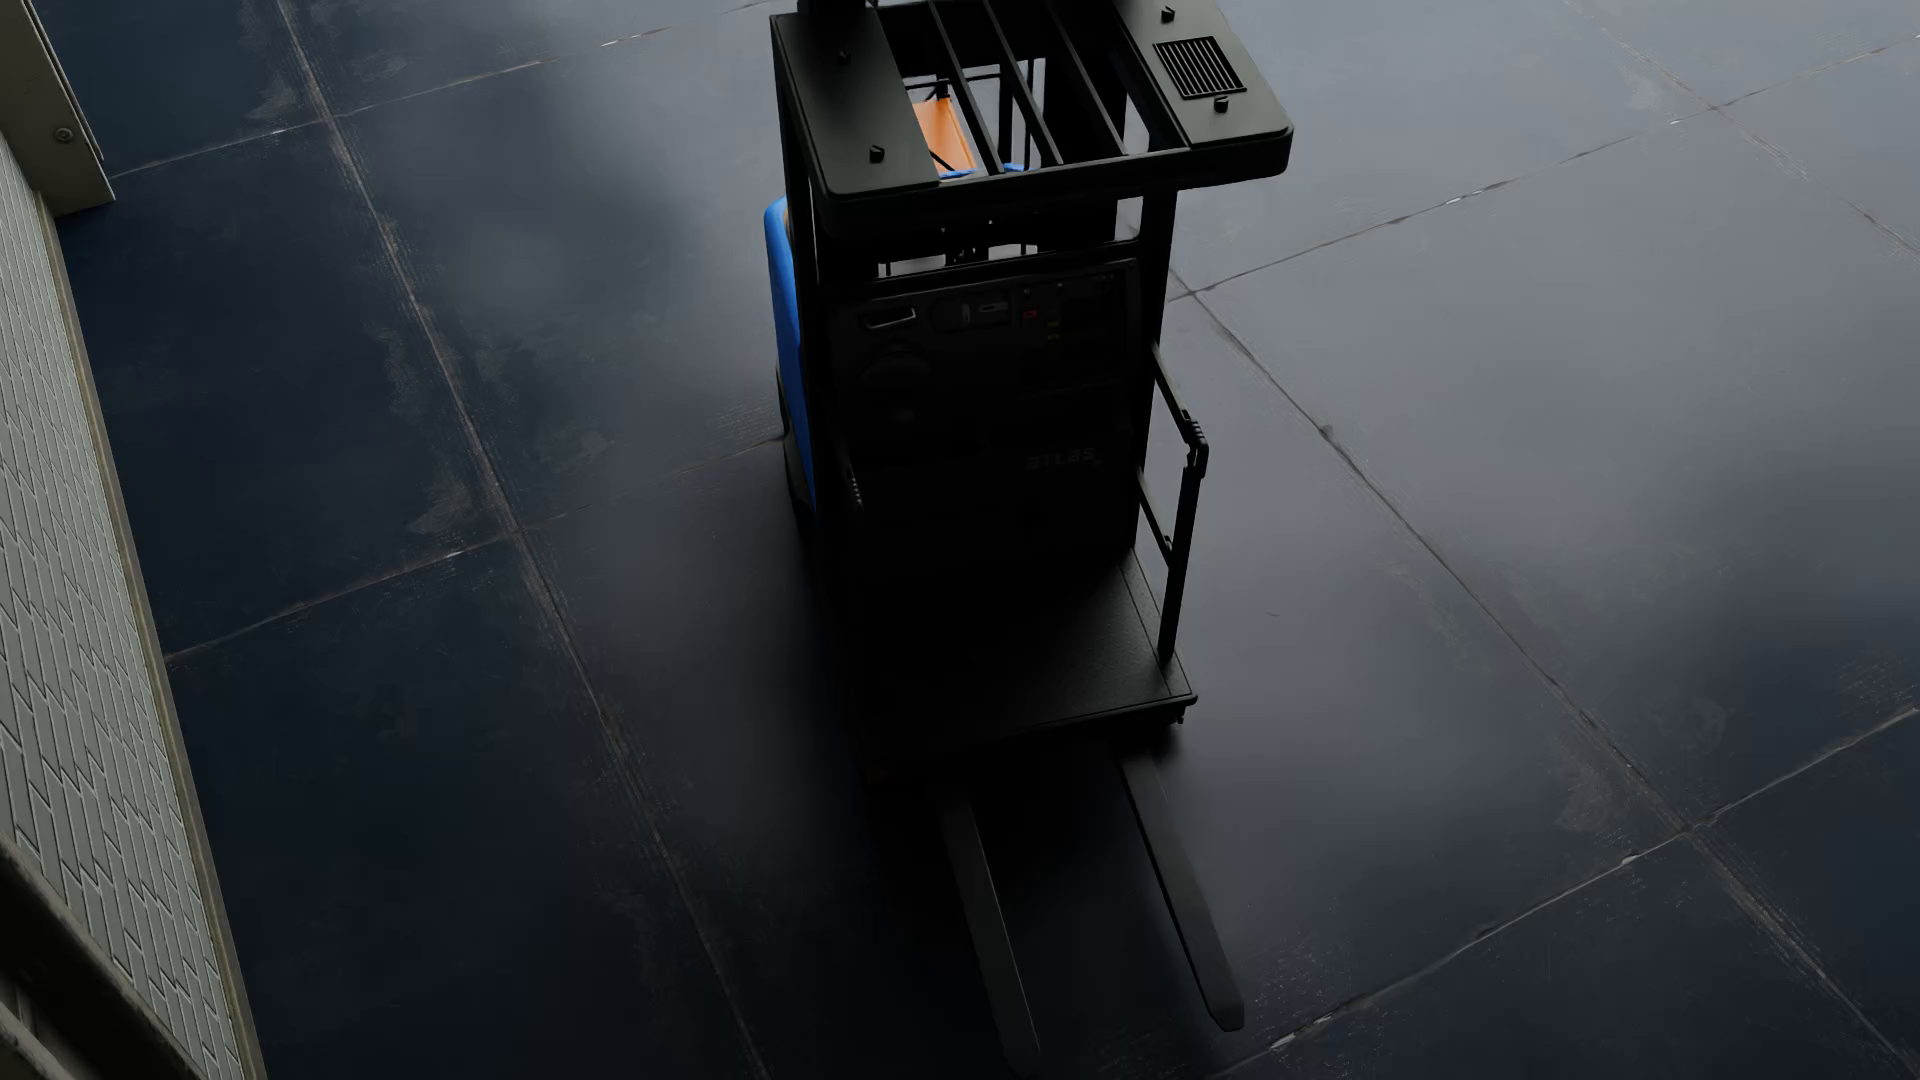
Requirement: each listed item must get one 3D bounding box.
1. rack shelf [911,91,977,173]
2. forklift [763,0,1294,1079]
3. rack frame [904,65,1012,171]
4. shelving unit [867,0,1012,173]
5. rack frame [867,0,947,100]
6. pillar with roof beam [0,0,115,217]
[{"bbox_3d":[-0.180,-1.428,6.742,0.538,0.185,1.000,-10,50,-9],"label":"rack shelf"},{"bbox_3d":[0.131,-0.478,4.721,1.130,2.935,3.031,-10,50,-9],"label":"forklift"},{"bbox_3d":[-0.061,-1.175,6.281,0.500,1.500,0.032,-10,50,-9],"label":"rack frame"},{"bbox_3d":[-0.182,-1.554,6.612,0.587,1.500,1.083,-10,50,-9],"label":"shelving unit"},{"bbox_3d":[-0.299,-1.919,6.932,0.500,1.500,0.032,-10,50,-9],"label":"rack frame"},{"bbox_3d":[-0.265,-6.079,5.589,9.100,9.000,0.400,-21,52,-18],"label":"pillar with roof beam"}]
